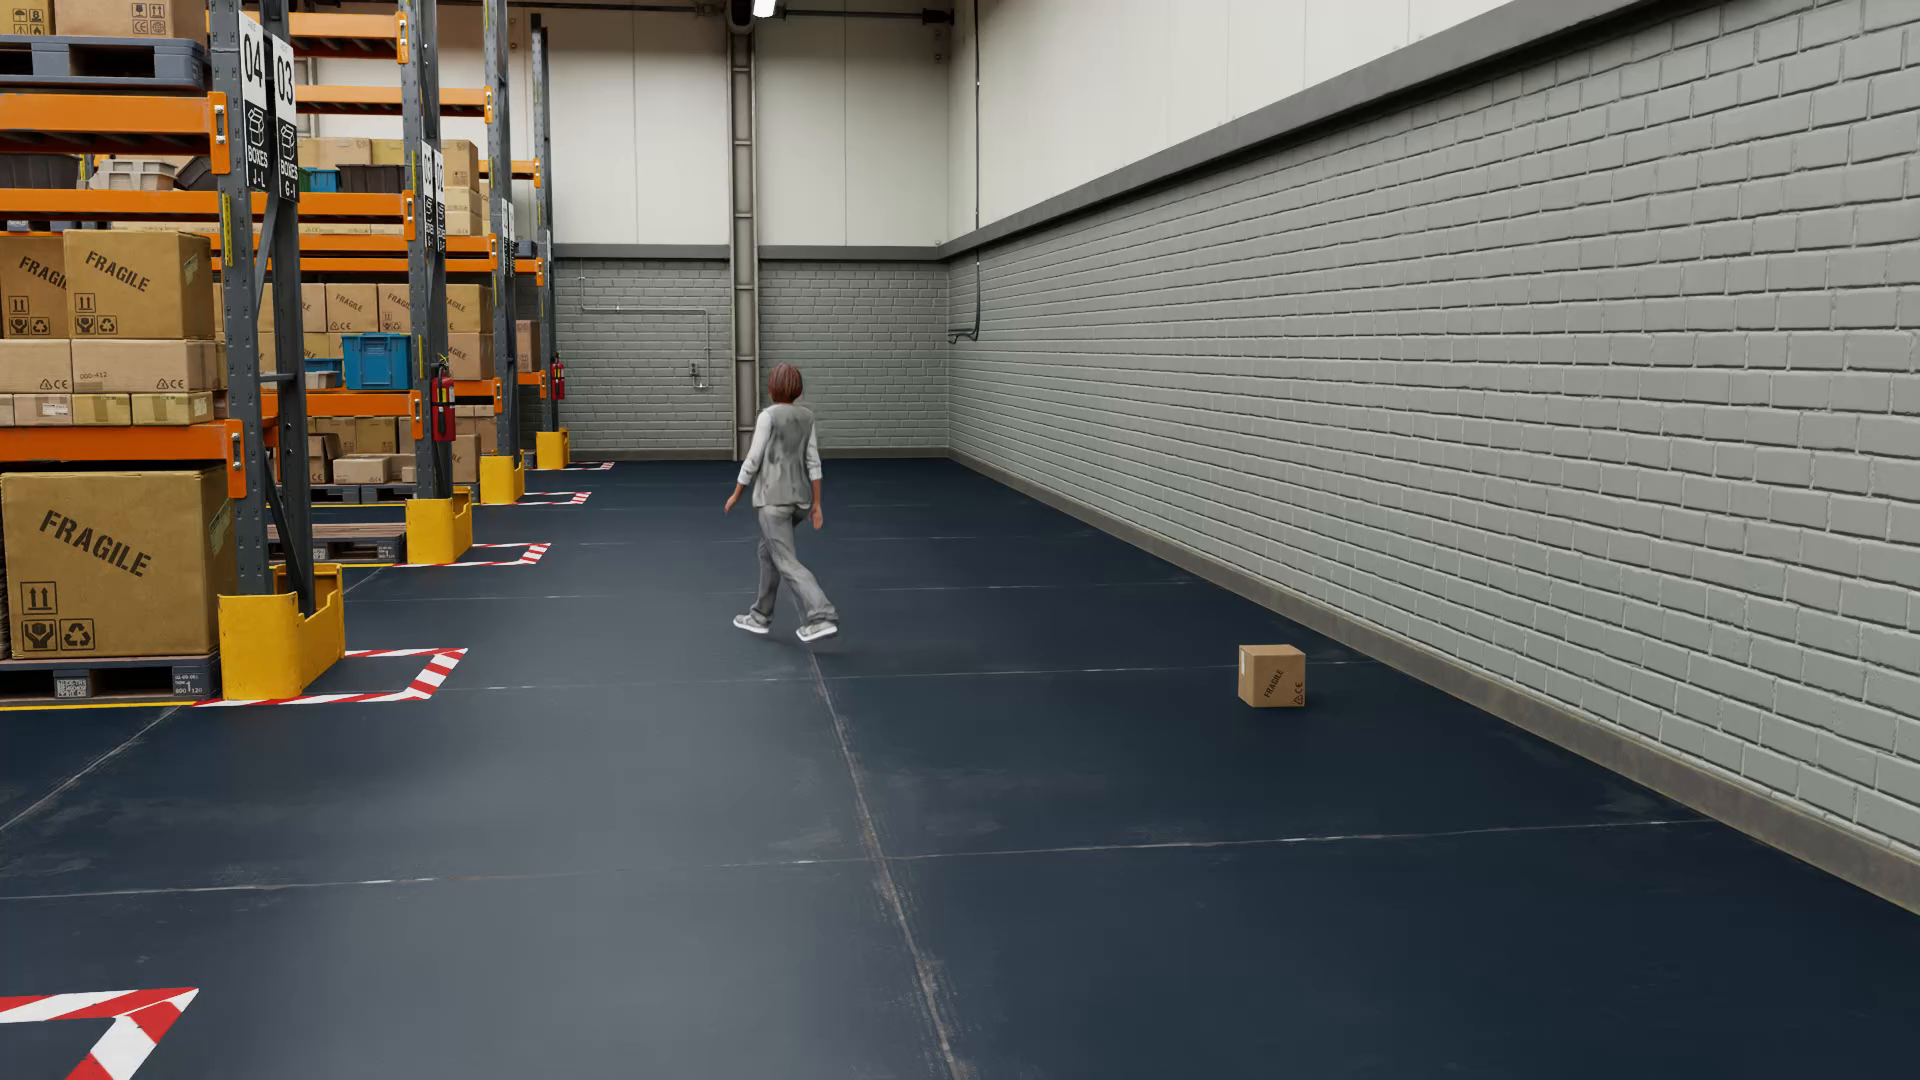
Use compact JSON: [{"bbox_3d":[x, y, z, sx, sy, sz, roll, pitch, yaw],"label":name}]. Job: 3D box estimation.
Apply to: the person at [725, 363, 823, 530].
[{"bbox_3d":[-1.036,-0.517,9.233,0.465,0.923,0.414,5,9,38],"label":"person"}]
